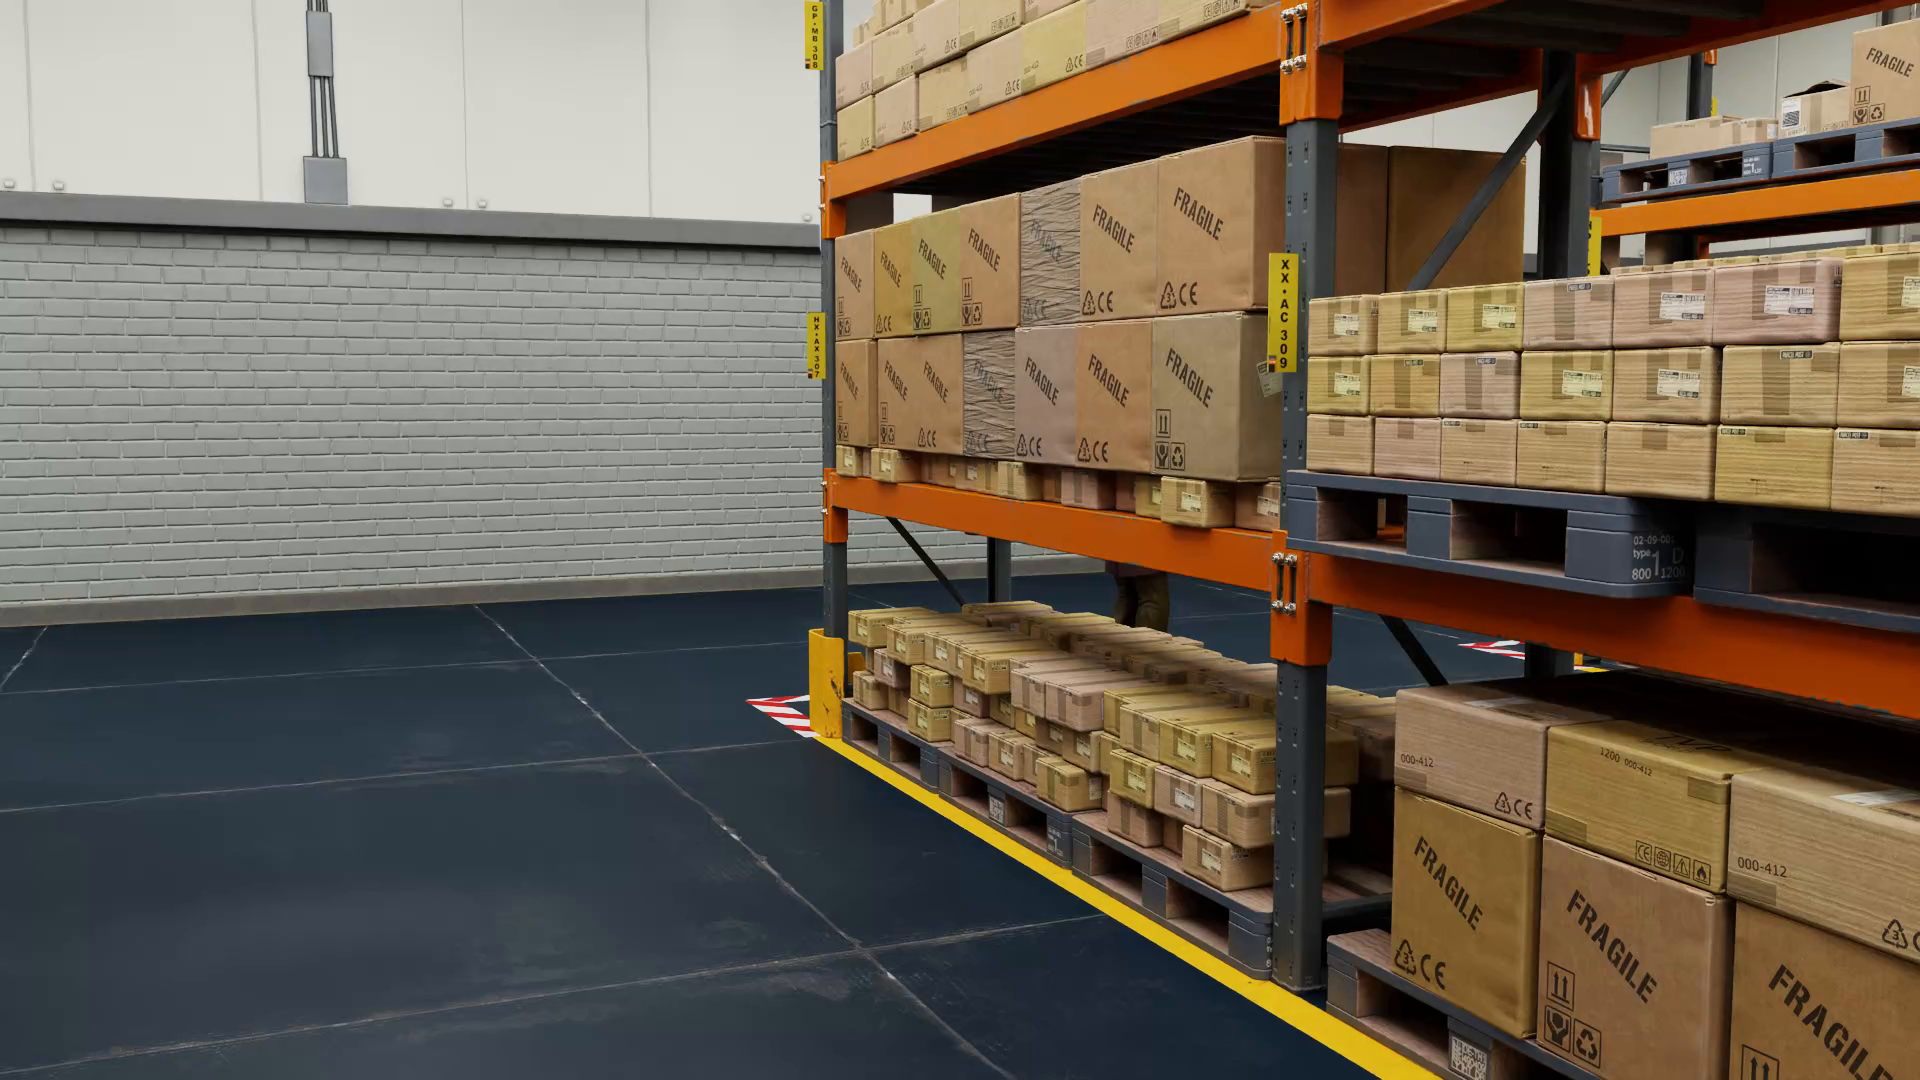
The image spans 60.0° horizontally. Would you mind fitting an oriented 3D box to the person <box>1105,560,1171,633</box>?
[{"bbox_3d":[1.032,-0.034,9.566,0.426,1.773,0.640,-2,6,-24],"label":"person"}]
